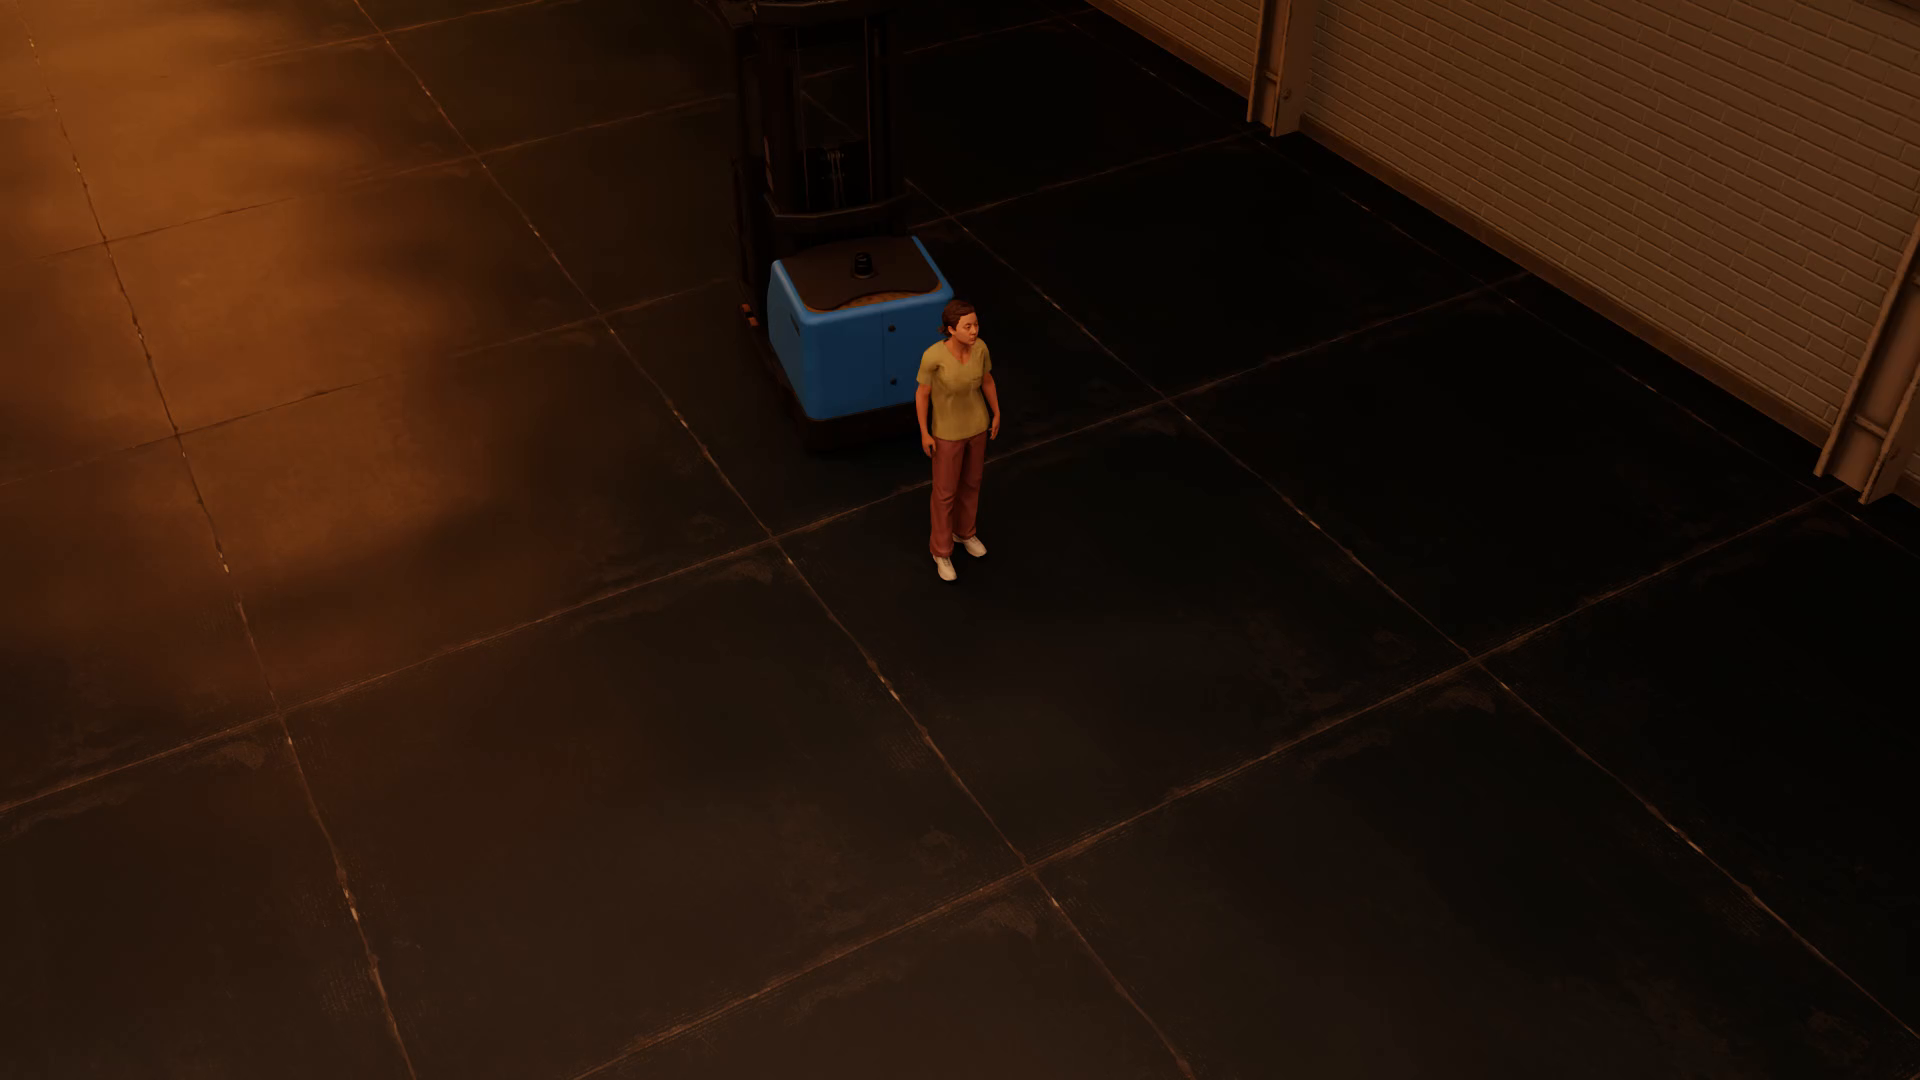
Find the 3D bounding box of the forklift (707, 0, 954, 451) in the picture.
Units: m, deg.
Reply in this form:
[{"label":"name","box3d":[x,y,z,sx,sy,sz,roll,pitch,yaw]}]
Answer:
[{"label":"forklift","box3d":[-0.993,-2.663,11.247,1.130,2.935,3.031,-13,41,-15]}]

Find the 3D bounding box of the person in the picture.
[{"label":"person","box3d":[0.027,-0.606,9.739,0.553,1.675,0.549,-20,44,-23]}]
